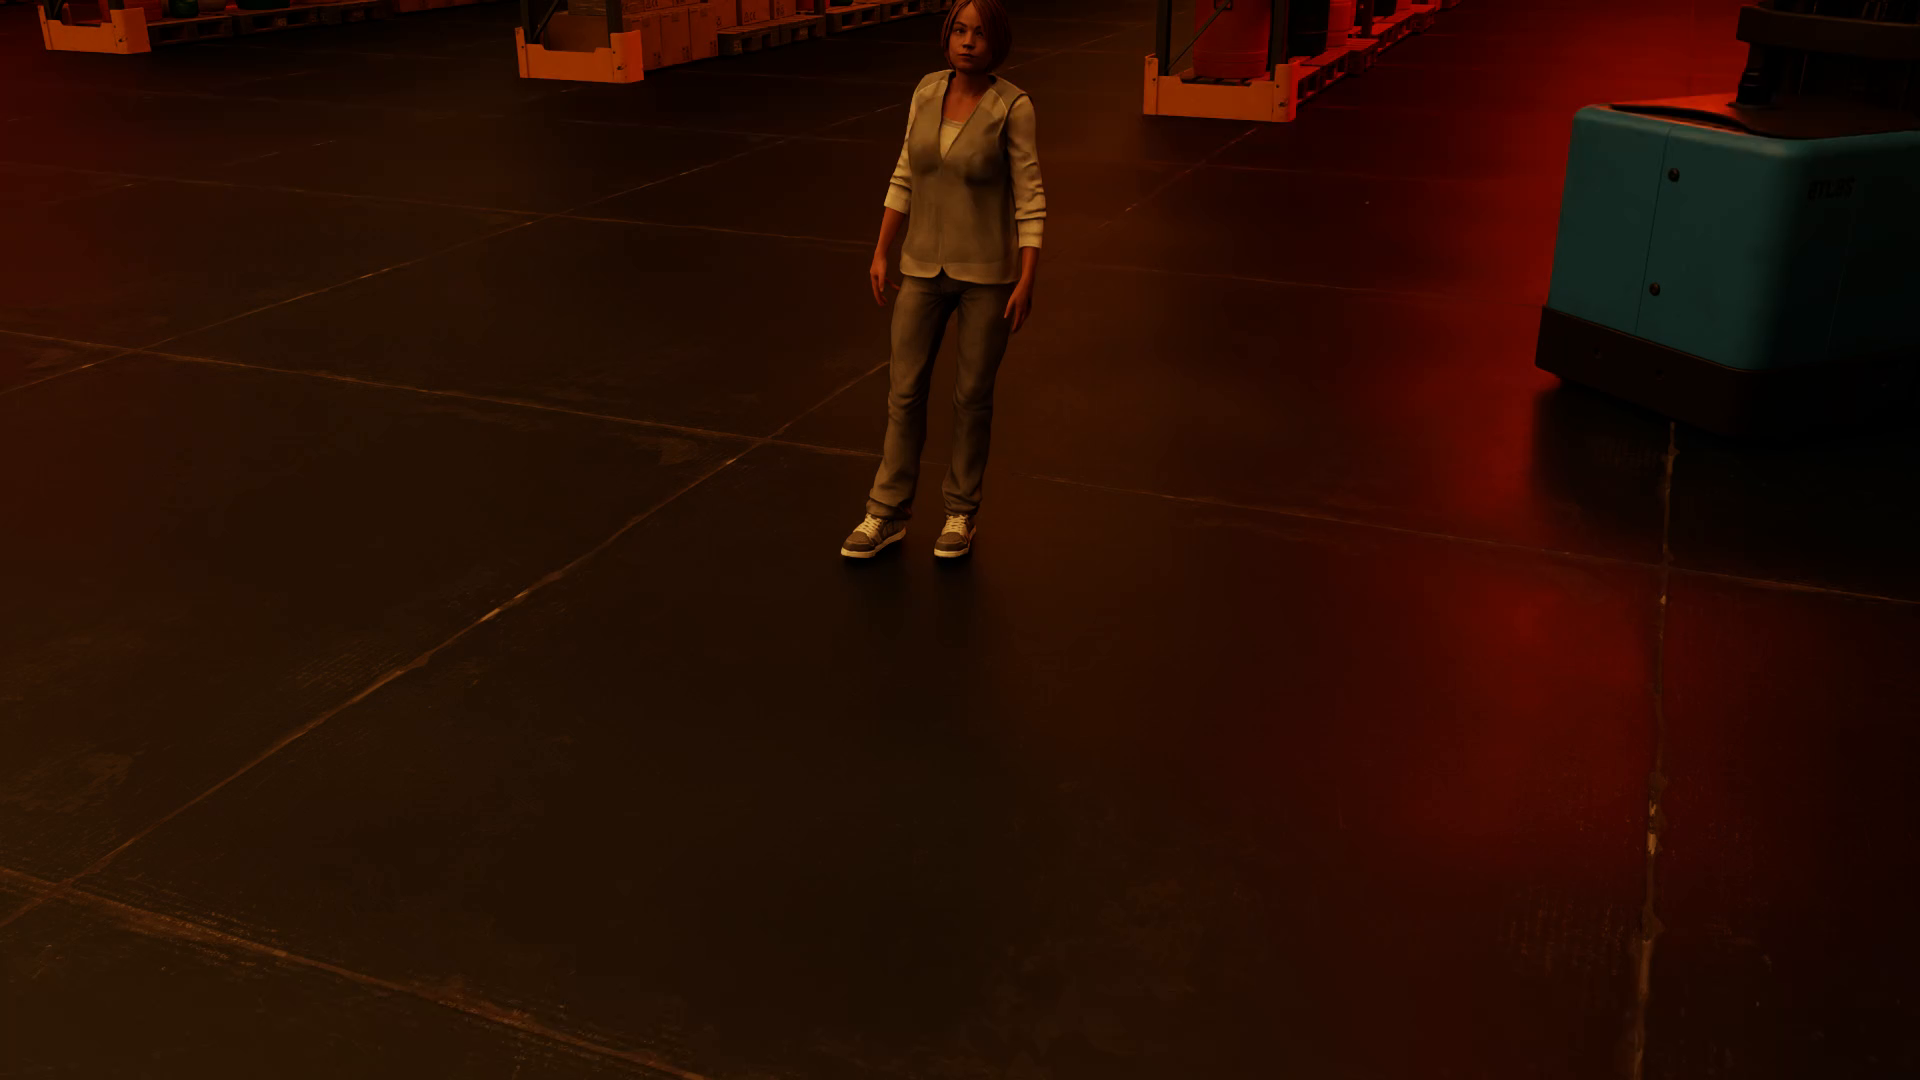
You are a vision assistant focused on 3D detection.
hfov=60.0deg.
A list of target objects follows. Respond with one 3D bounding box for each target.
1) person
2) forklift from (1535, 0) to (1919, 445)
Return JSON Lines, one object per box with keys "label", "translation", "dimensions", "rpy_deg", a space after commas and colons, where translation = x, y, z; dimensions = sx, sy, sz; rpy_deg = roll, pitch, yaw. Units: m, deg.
{"label": "person", "translation": [-0.041, -0.719, 4.725], "dimensions": [0.521, 1.596, 0.475], "rpy_deg": [9, 24, 21]}
{"label": "forklift", "translation": [3.827, -2.049, 6.196], "dimensions": [3.031, 2.935, 1.130], "rpy_deg": [-10, 25, -23]}
